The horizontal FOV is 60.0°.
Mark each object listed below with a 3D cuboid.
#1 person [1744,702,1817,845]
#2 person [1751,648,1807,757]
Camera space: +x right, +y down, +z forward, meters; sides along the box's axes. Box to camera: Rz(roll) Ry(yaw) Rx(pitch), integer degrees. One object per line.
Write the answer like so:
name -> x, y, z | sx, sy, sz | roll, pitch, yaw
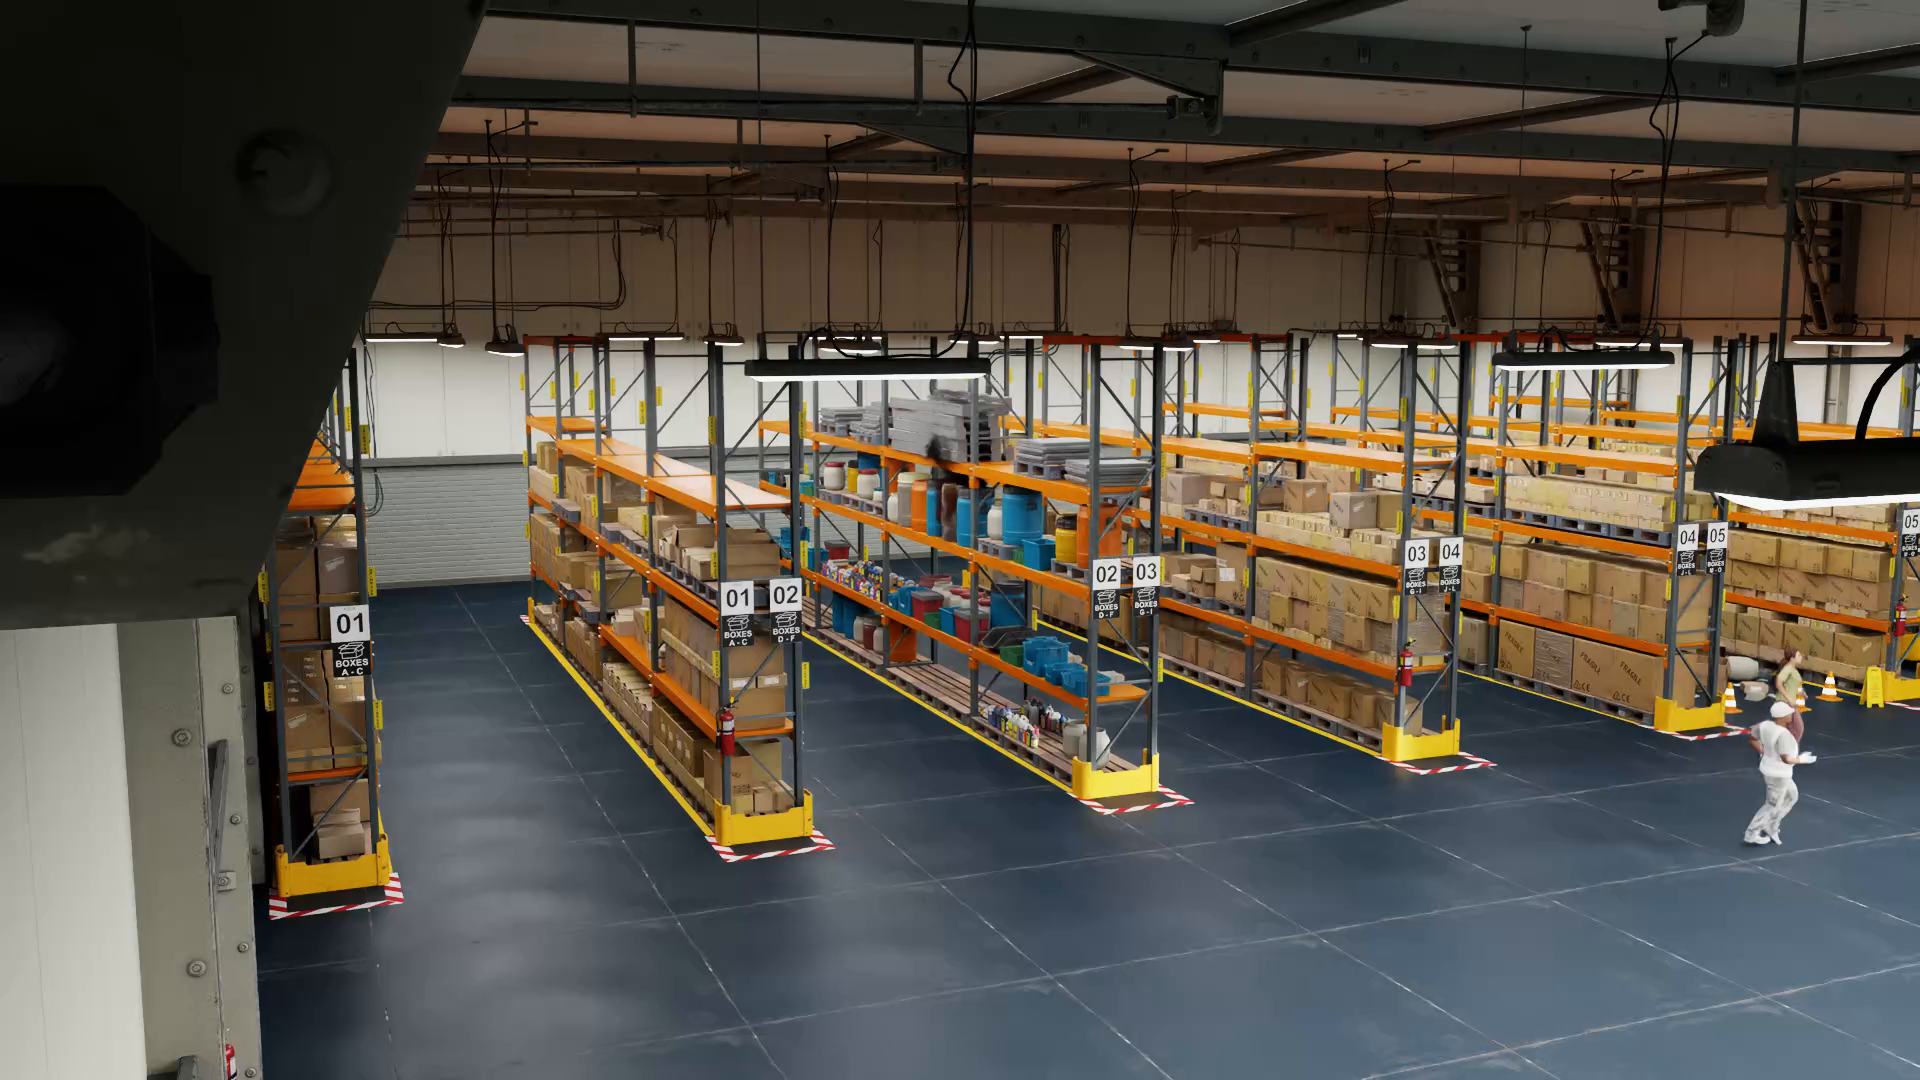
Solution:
person -> 9.814, 2.820, 19.914 | 0.720, 1.802, 0.653 | 1, 8, 10
person -> 11.860, 2.345, 24.050 | 0.736, 1.627, 0.564 | 4, 9, 29
